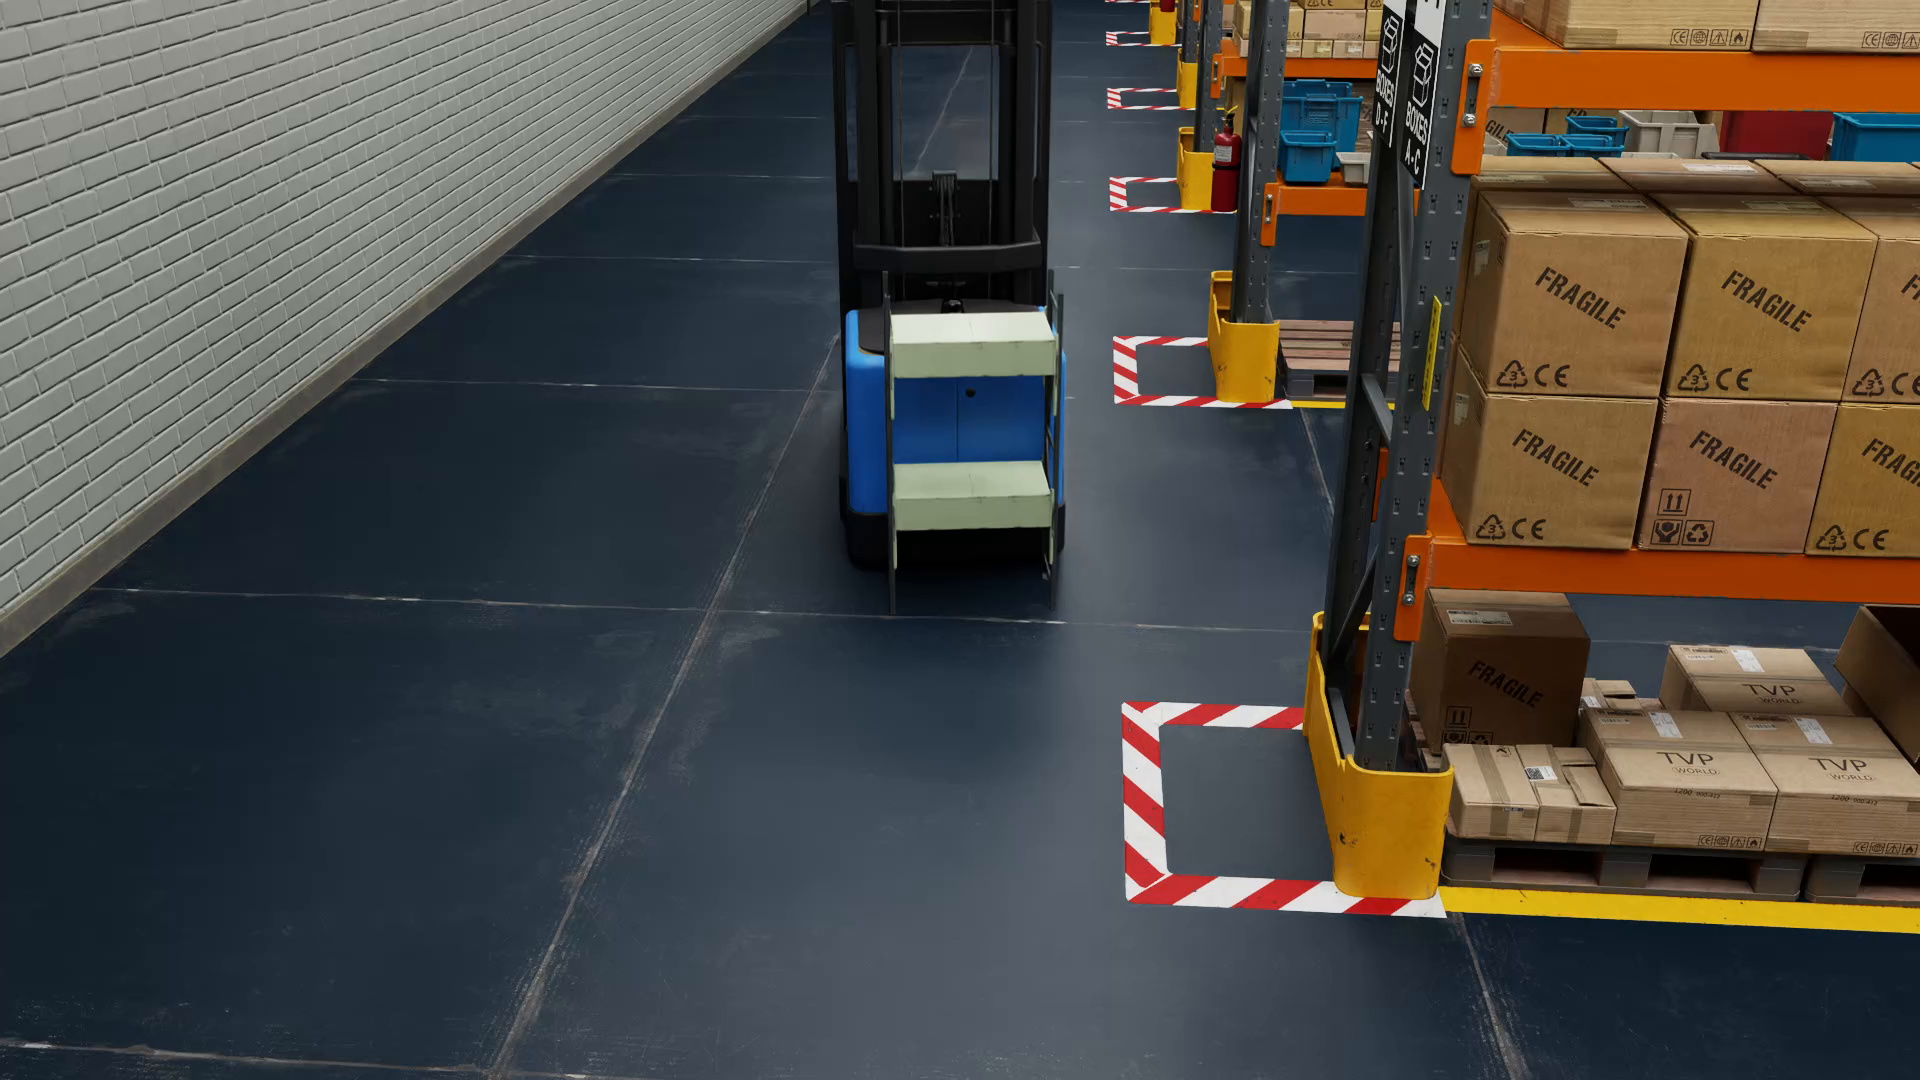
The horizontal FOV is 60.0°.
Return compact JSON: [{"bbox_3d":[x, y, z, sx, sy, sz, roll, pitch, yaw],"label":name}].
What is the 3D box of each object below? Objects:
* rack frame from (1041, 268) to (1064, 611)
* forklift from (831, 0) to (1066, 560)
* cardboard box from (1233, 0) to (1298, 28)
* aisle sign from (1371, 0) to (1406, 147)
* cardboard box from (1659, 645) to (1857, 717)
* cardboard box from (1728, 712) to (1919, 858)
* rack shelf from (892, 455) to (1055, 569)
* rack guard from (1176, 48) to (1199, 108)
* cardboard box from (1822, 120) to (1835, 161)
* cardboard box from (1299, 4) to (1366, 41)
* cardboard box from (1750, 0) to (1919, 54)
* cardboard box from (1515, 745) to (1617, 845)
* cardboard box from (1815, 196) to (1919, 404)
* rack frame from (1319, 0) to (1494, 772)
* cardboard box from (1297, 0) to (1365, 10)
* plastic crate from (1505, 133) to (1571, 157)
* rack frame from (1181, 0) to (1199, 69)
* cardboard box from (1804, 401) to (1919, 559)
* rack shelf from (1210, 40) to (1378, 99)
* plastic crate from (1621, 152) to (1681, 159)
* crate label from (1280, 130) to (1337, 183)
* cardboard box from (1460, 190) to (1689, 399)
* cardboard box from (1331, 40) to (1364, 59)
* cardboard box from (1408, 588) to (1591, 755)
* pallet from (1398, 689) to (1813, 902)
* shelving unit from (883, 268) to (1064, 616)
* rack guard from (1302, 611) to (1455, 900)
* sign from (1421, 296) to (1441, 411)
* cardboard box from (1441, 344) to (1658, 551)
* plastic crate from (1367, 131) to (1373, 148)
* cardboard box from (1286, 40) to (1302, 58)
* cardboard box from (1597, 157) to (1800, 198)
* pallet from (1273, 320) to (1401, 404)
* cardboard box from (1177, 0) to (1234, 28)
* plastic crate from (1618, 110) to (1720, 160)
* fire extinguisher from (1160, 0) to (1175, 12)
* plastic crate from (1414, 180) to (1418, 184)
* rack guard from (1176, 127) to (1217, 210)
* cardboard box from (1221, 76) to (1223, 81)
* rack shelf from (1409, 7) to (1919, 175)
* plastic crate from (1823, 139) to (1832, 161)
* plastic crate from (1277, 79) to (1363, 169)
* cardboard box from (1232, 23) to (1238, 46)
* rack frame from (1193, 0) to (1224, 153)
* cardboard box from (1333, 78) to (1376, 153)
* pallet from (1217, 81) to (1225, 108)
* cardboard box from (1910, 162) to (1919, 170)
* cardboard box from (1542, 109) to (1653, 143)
[{"bbox_3d":[0.414,-0.439,7.499,0.023,1.500,0.400,-2,25,-3],"label":"rack frame"},{"bbox_3d":[-0.106,-1.813,8.773,1.130,2.935,3.031,-2,25,-3],"label":"forklift"},{"bbox_3d":[2.699,-4.675,14.735,0.500,0.250,0.500,1,25,3],"label":"cardboard box"},{"bbox_3d":[1.388,-1.695,5.325,0.004,0.787,0.394,2,25,4],"label":"aisle sign"},{"bbox_3d":[2.939,0.623,6.161,0.500,0.250,0.500,2,25,4],"label":"cardboard box"},{"bbox_3d":[2.951,0.833,5.705,0.500,0.250,0.500,2,25,4],"label":"cardboard box"},{"bbox_3d":[0.048,-0.133,7.615,0.720,0.370,0.431,-2,25,-3],"label":"rack shelf"},{"bbox_3d":[2.751,-5.439,19.562,0.348,0.500,1.175,2,25,4],"label":"rack guard"},{"bbox_3d":[7.714,-3.570,14.549,0.875,0.875,1.225,1,25,2],"label":"cardboard box"},{"bbox_3d":[3.172,-4.438,14.220,0.500,0.250,0.500,2,25,3],"label":"cardboard box"},{"bbox_3d":[2.423,-1.535,4.678,0.500,0.250,0.500,2,25,4],"label":"cardboard box"},{"bbox_3d":[2.074,0.868,5.729,0.250,0.166,0.380,2,25,4],"label":"cardboard box"},{"bbox_3d":[2.876,-0.728,5.018,0.500,0.500,0.500,2,25,5],"label":"cardboard box"},{"bbox_3d":[1.433,-0.384,5.586,0.127,3.000,1.000,2,25,4],"label":"rack frame"},{"bbox_3d":[3.152,-4.776,14.059,0.500,0.500,0.500,1,25,3],"label":"cardboard box"},{"bbox_3d":[3.350,-2.212,9.688,0.300,0.233,0.416,2,25,4],"label":"plastic crate"},{"bbox_3d":[2.676,-6.577,19.045,0.127,3.000,1.000,2,25,4],"label":"rack frame"},{"bbox_3d":[2.870,-0.274,5.227,0.500,0.500,0.500,2,25,4],"label":"cardboard box"},{"bbox_3d":[4.189,-4.122,14.570,4.000,0.370,1.077,2,25,4],"label":"rack shelf"},{"bbox_3d":[4.045,-2.158,9.686,0.466,0.136,0.293,2,25,4],"label":"plastic crate"},{"bbox_3d":[2.037,-2.254,9.780,0.303,0.233,0.416,2,25,4],"label":"crate label"},{"bbox_3d":[1.855,-0.759,5.087,0.500,0.500,0.500,3,25,6],"label":"cardboard box"},{"bbox_3d":[3.295,-4.226,14.237,0.250,0.149,0.380,1,25,3],"label":"cardboard box"},{"bbox_3d":[1.994,0.467,6.202,0.500,0.500,0.500,2,25,4],"label":"cardboard box"},{"bbox_3d":[2.304,0.911,6.109,1.213,0.211,1.003,2,25,4],"label":"pallet"},{"bbox_3d":[0.048,-0.429,7.478,0.755,1.500,0.431,-2,25,-3],"label":"shelving unit"},{"bbox_3d":[1.509,0.754,6.104,0.348,0.500,1.175,2,25,4],"label":"rack guard"},{"bbox_3d":[1.392,-0.551,4.914,0.005,0.325,0.100,2,25,4],"label":"sign"},{"bbox_3d":[1.855,-0.305,5.296,0.500,0.500,0.500,2,25,5],"label":"cardboard box"},{"bbox_3d":[2.643,-2.405,10.223,0.243,0.136,0.396,2,25,4],"label":"plastic crate"},{"bbox_3d":[2.780,-4.242,14.271,0.250,0.149,0.380,1,25,3],"label":"cardboard box"},{"bbox_3d":[2.402,-0.968,5.540,0.500,0.500,0.500,3,25,5],"label":"cardboard box"},{"bbox_3d":[2.635,-1.139,10.563,1.213,0.211,1.003,2,25,4],"label":"pallet"},{"bbox_3d":[3.620,-7.690,24.028,0.875,0.438,0.875,1,25,2],"label":"cardboard box"},{"bbox_3d":[4.296,-2.419,10.080,0.530,0.282,0.437,2,25,4],"label":"plastic crate"},{"bbox_3d":[2.460,-6.572,19.574,0.183,0.674,0.296,2,25,4],"label":"fire extinguisher"},{"bbox_3d":[2.693,-2.233,9.734,0.300,0.233,0.416,2,25,4],"label":"plastic crate"},{"bbox_3d":[2.171,-3.378,15.083,0.348,0.500,1.175,2,25,4],"label":"rack guard"},{"bbox_3d":[3.216,-5.542,19.705,0.250,0.149,0.380,2,25,5],"label":"cardboard box"},{"bbox_3d":[3.427,-1.356,4.971,4.000,0.370,1.077,2,25,4],"label":"rack shelf"},{"bbox_3d":[5.351,-2.302,9.999,0.243,0.136,0.396,2,25,4],"label":"plastic crate"},{"bbox_3d":[2.164,-2.559,10.199,0.499,0.435,0.616,2,25,4],"label":"plastic crate"},{"bbox_3d":[2.575,-4.524,14.885,0.250,0.149,0.380,2,25,5],"label":"cardboard box"},{"bbox_3d":[2.195,-4.513,14.559,0.127,3.000,1.000,2,25,4],"label":"rack frame"},{"bbox_3d":[3.747,-3.722,14.880,0.875,0.875,0.875,2,25,4],"label":"cardboard box"},{"bbox_3d":[3.559,-5.267,19.534,1.213,0.211,1.003,2,25,4],"label":"pallet"},{"bbox_3d":[3.431,-0.937,5.473,0.500,0.500,0.500,3,25,6],"label":"cardboard box"},{"bbox_3d":[5.531,-3.665,14.755,0.875,0.875,0.875,2,25,4],"label":"cardboard box"}]
